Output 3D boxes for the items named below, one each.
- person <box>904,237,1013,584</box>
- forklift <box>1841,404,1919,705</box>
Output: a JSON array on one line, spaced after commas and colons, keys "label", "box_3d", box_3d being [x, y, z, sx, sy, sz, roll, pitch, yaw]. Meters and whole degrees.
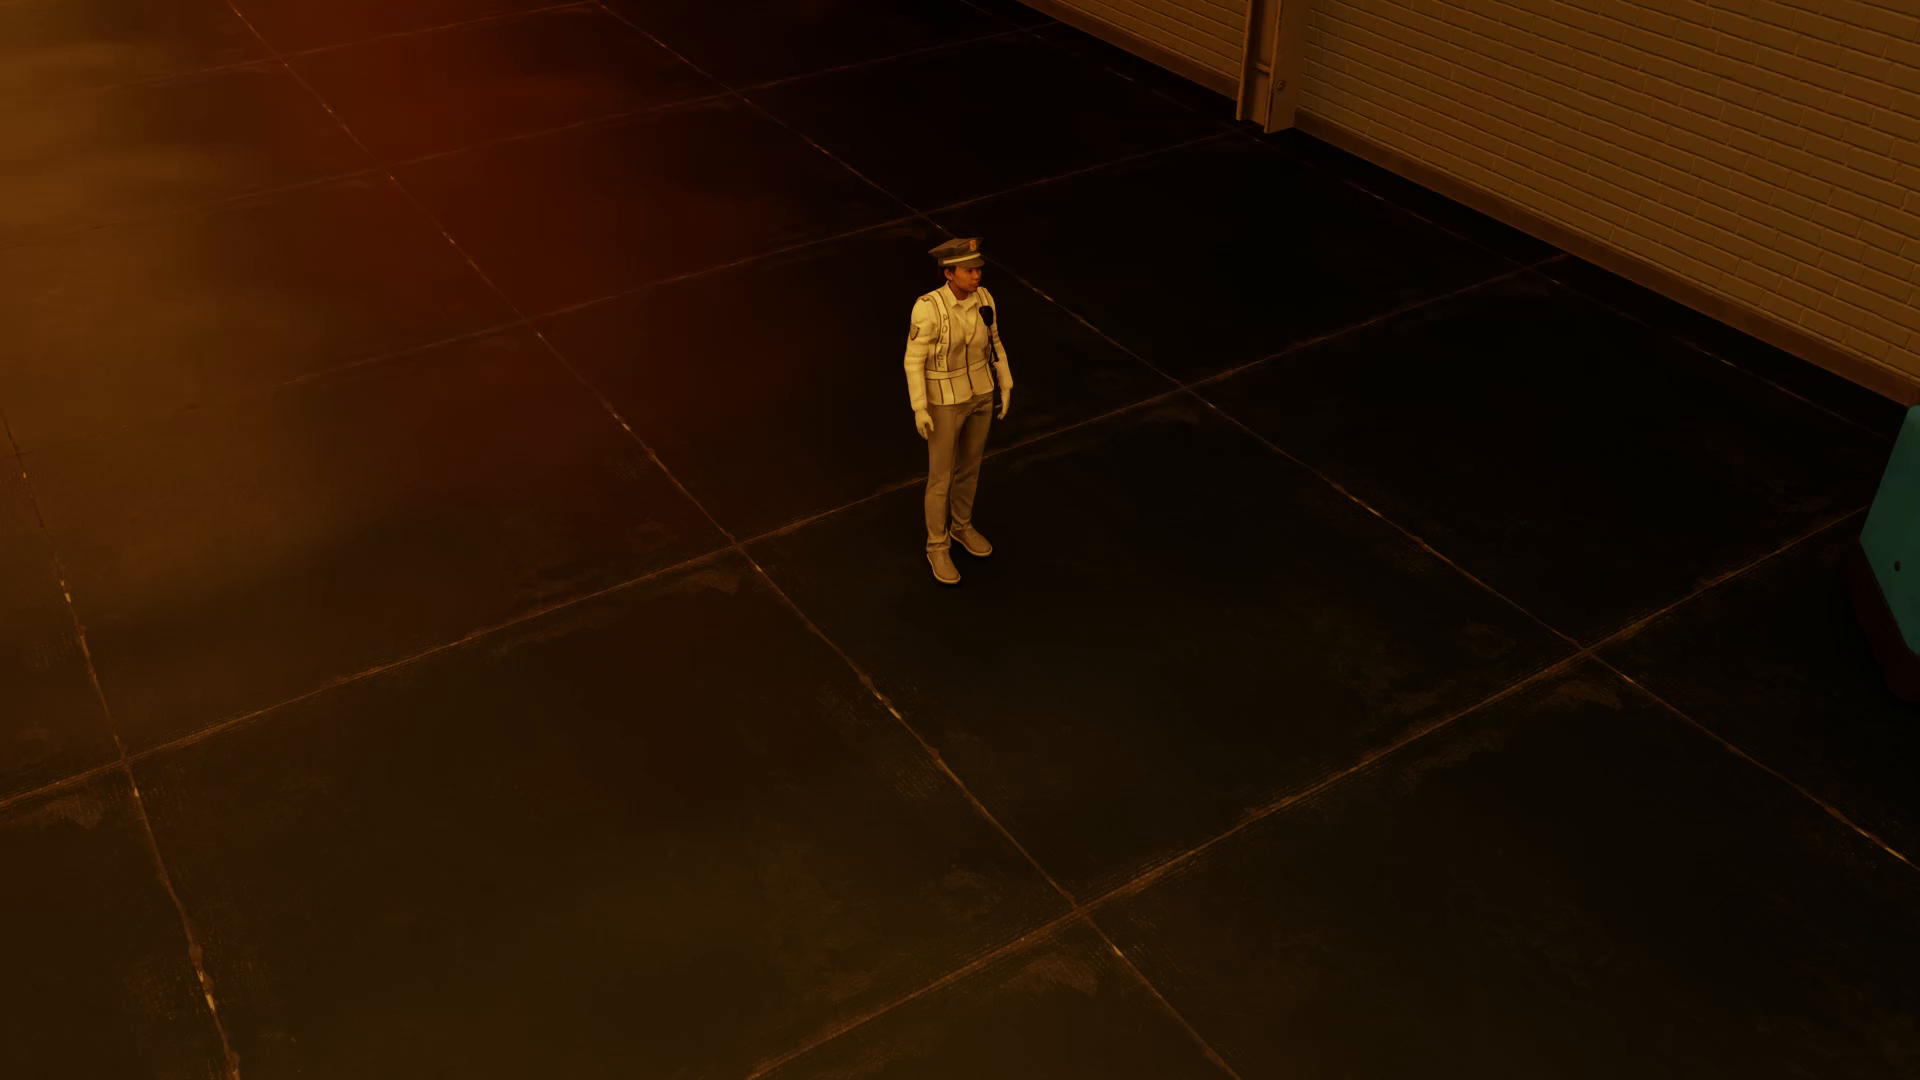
[{"label": "person", "box_3d": [0.032, -0.664, 8.156, 0.587, 1.695, 0.531, -21, 40, -27]}, {"label": "forklift", "box_3d": [5.809, -0.547, 6.927, 3.031, 2.935, 1.130, 6, 36, 8]}]
